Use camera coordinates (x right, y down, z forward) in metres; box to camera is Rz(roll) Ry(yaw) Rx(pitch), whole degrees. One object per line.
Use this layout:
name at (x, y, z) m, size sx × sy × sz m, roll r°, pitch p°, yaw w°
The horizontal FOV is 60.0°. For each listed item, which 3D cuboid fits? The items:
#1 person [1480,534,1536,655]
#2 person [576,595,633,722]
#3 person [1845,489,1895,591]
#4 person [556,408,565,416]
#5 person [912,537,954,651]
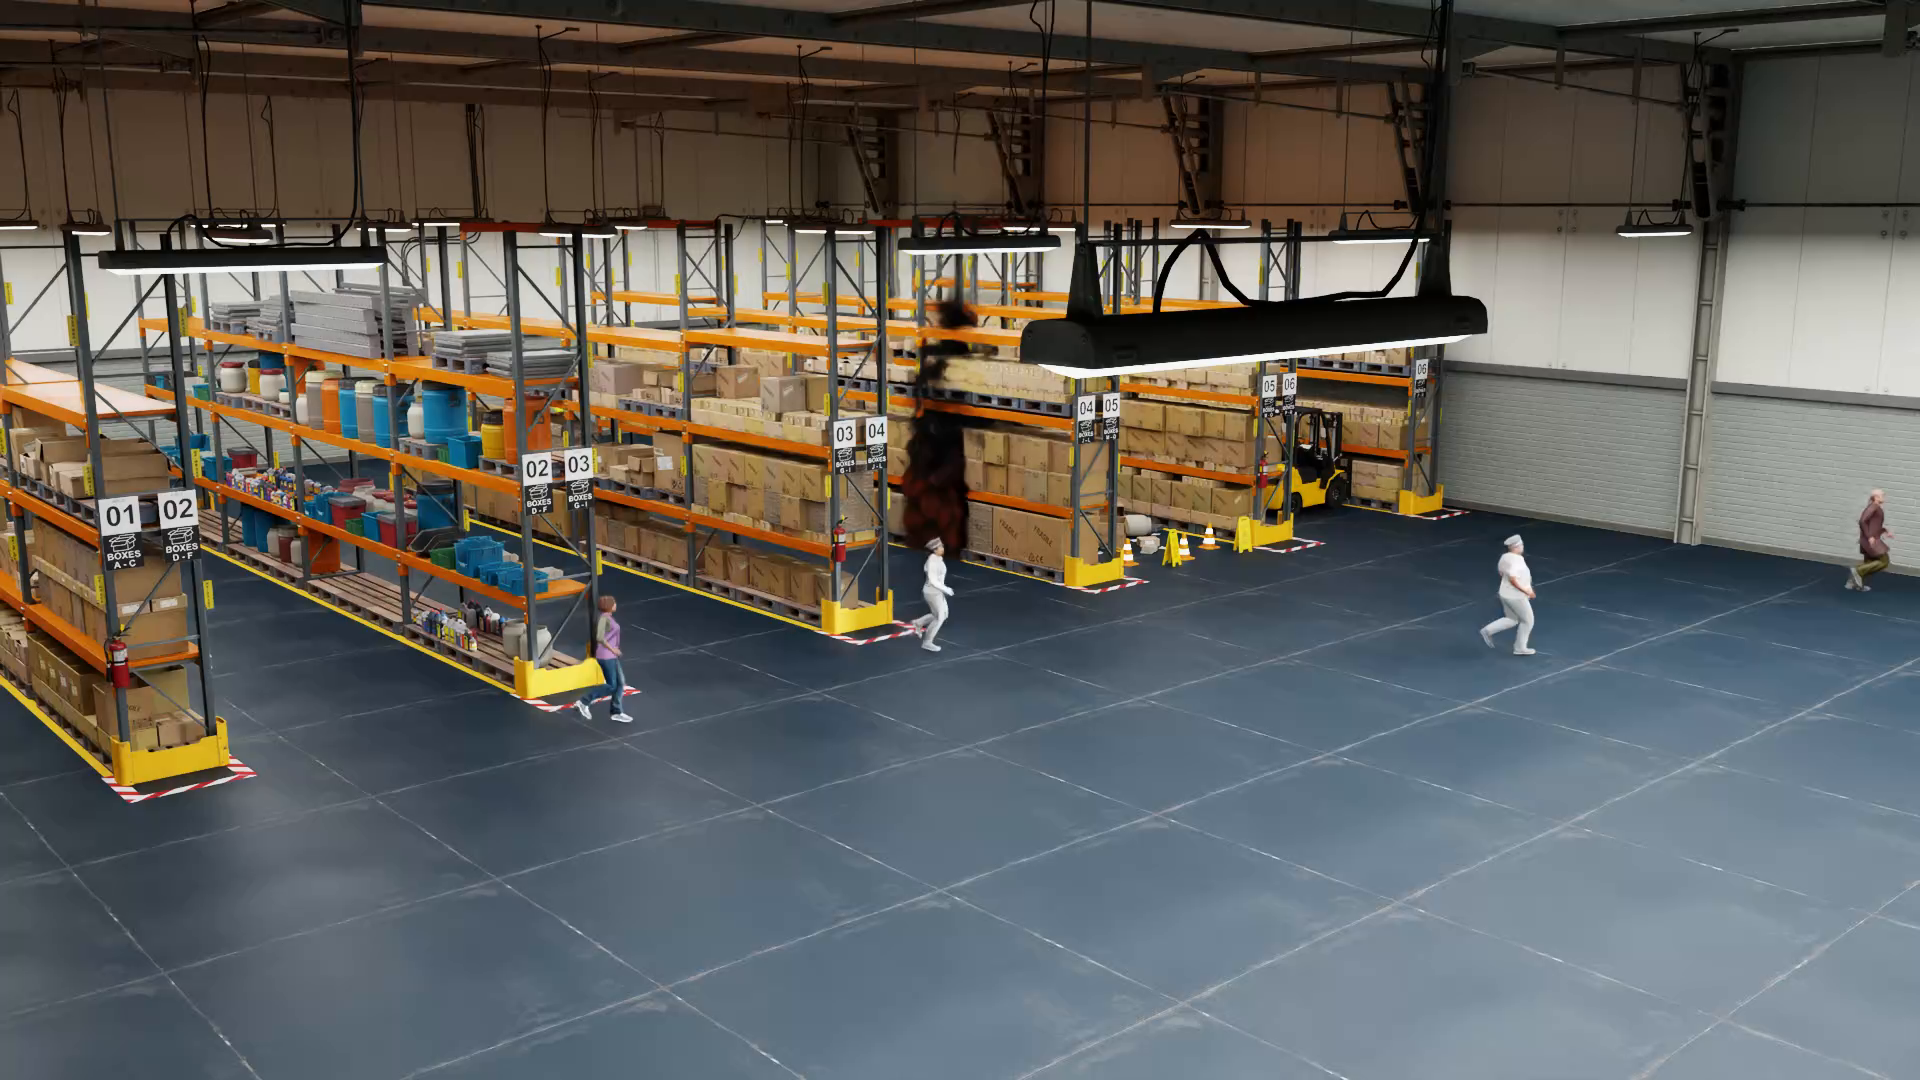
person at (7.839, 0.778, 23.603) m, size 0.779 × 1.741 × 0.672 m, roll -1°, pitch 11°, yaw -6°
person at (-4.436, 1.466, 20.703) m, size 0.678 × 1.572 × 0.598 m, roll -2°, pitch 12°, yaw -8°
person at (15.093, 0.008, 27.509) m, size 0.653 × 1.715 × 0.660 m, roll 6°, pitch 13°, yaw 26°
person at (-9.249, -2.188, 38.418) m, size 0.754 × 1.699 × 0.750 m, roll -5°, pitch 12°, yaw -23°
person at (-0.388, 0.763, 23.971) m, size 0.618 × 1.666 × 0.646 m, roll 0°, pitch 11°, yaw 2°
